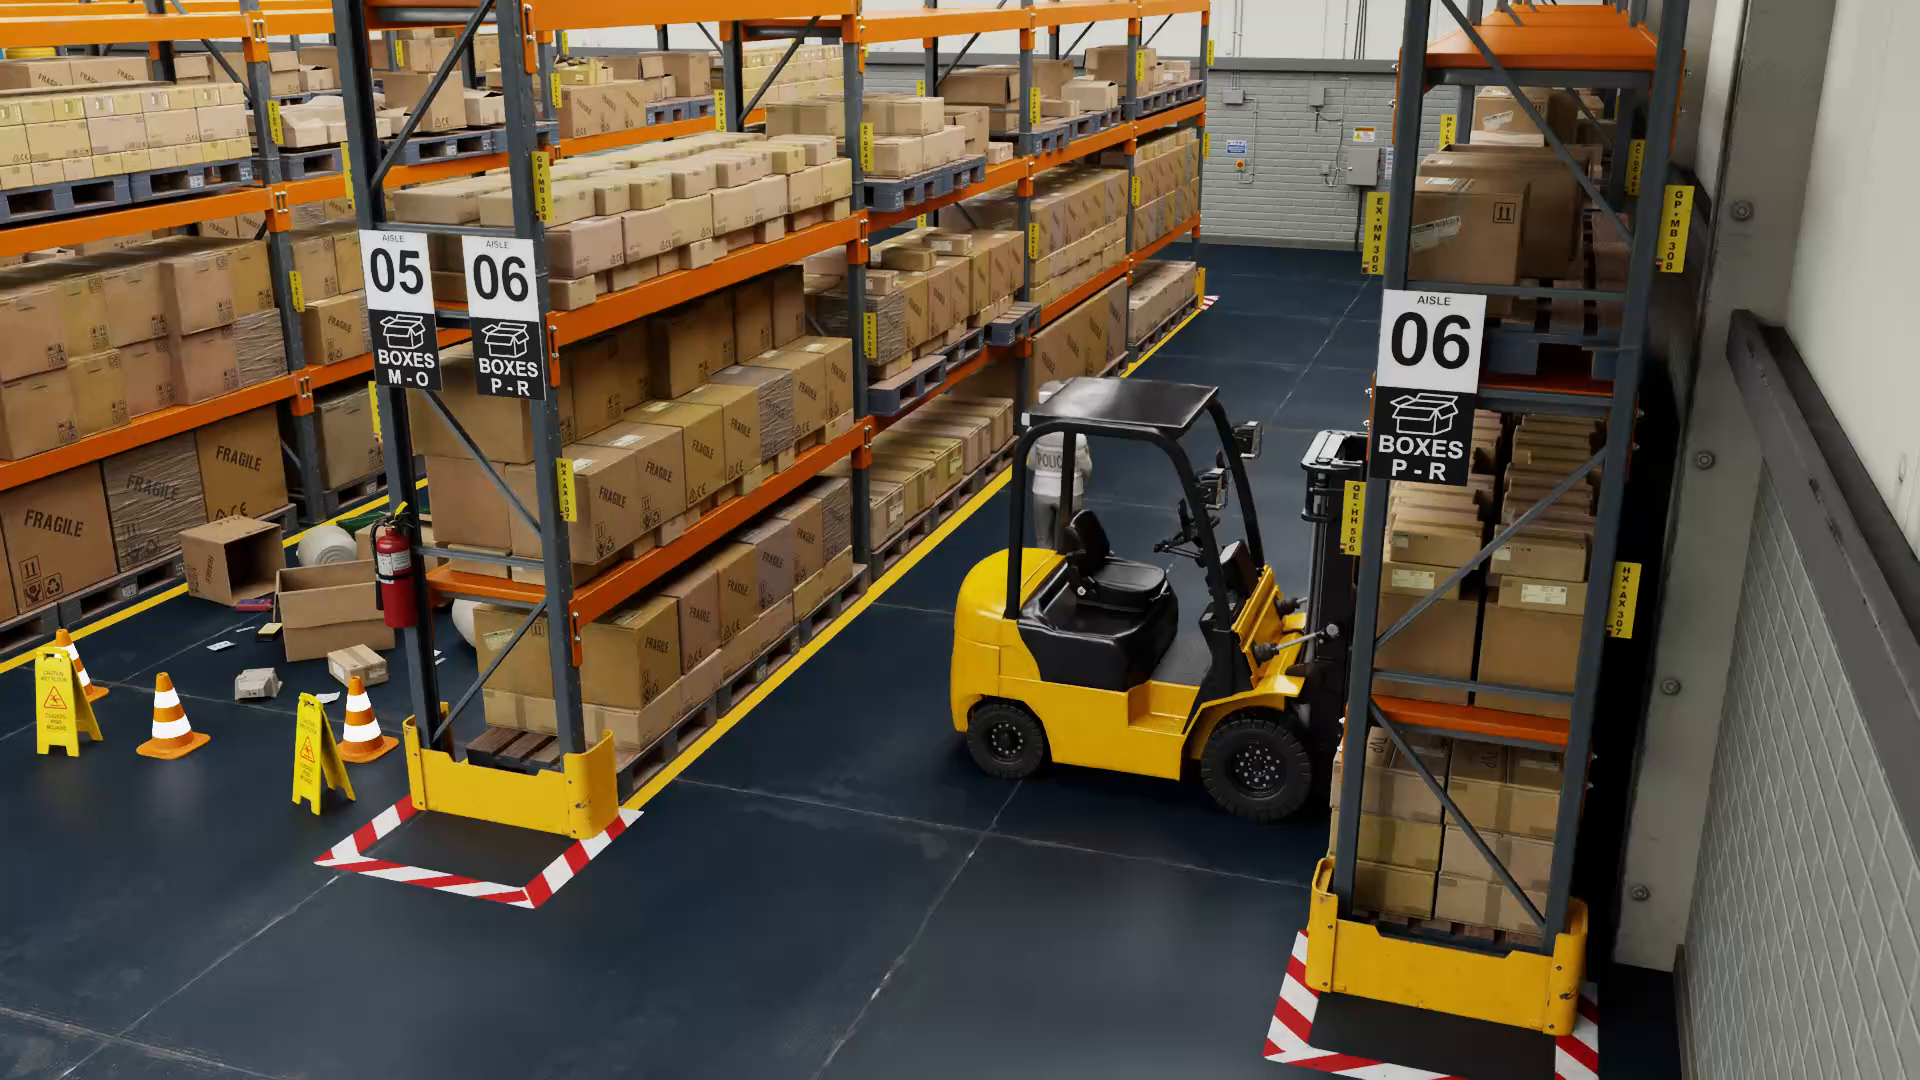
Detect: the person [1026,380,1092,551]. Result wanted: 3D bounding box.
[{"bbox_3d":[0.721,-0.338,12.006,0.479,1.692,0.529,6,20,18],"label":"person"}]
